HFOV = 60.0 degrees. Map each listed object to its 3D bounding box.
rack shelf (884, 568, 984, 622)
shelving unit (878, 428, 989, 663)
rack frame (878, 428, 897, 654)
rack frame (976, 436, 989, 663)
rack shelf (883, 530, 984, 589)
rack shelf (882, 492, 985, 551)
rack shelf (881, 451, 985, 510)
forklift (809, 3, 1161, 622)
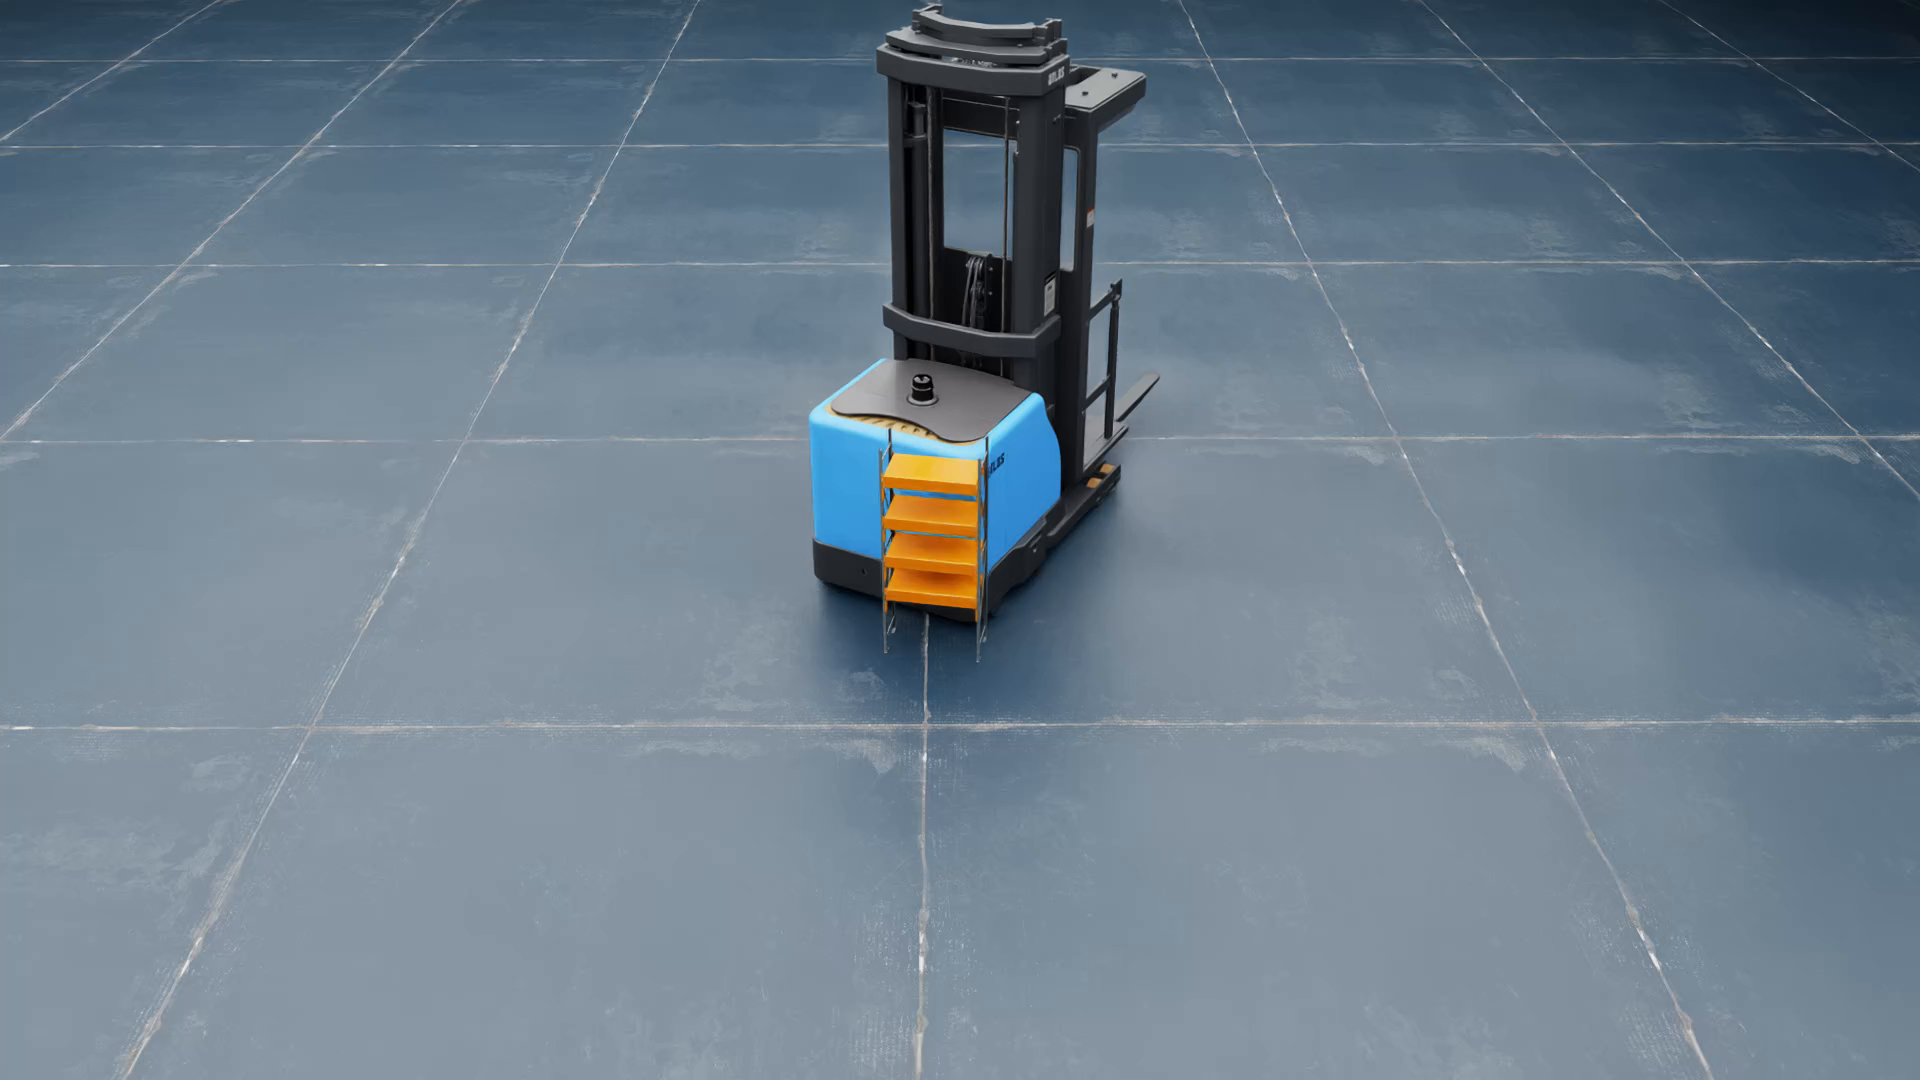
[{"bbox_3d":[-0.126,0.267,8.555,0.480,0.148,0.258,5,32,9],"label":"rack shelf"},{"bbox_3d":[-0.126,0.040,8.417,0.503,1.200,0.258,5,32,9],"label":"shelving unit"},{"bbox_3d":[-0.366,0.017,8.454,0.015,1.200,0.240,5,32,9],"label":"rack frame"},{"bbox_3d":[0.114,0.063,8.379,0.015,1.200,0.240,5,32,9],"label":"rack frame"},{"bbox_3d":[-0.126,0.097,8.452,0.480,0.148,0.258,5,32,9],"label":"rack shelf"},{"bbox_3d":[-0.126,-0.094,8.336,0.480,0.148,0.258,5,32,9],"label":"rack shelf"},{"bbox_3d":[-0.126,-0.296,8.213,0.480,0.148,0.258,5,32,9],"label":"rack shelf"},{"bbox_3d":[0.328,-1.560,9.385,1.130,2.935,3.031,15,34,24],"label":"forklift"}]
